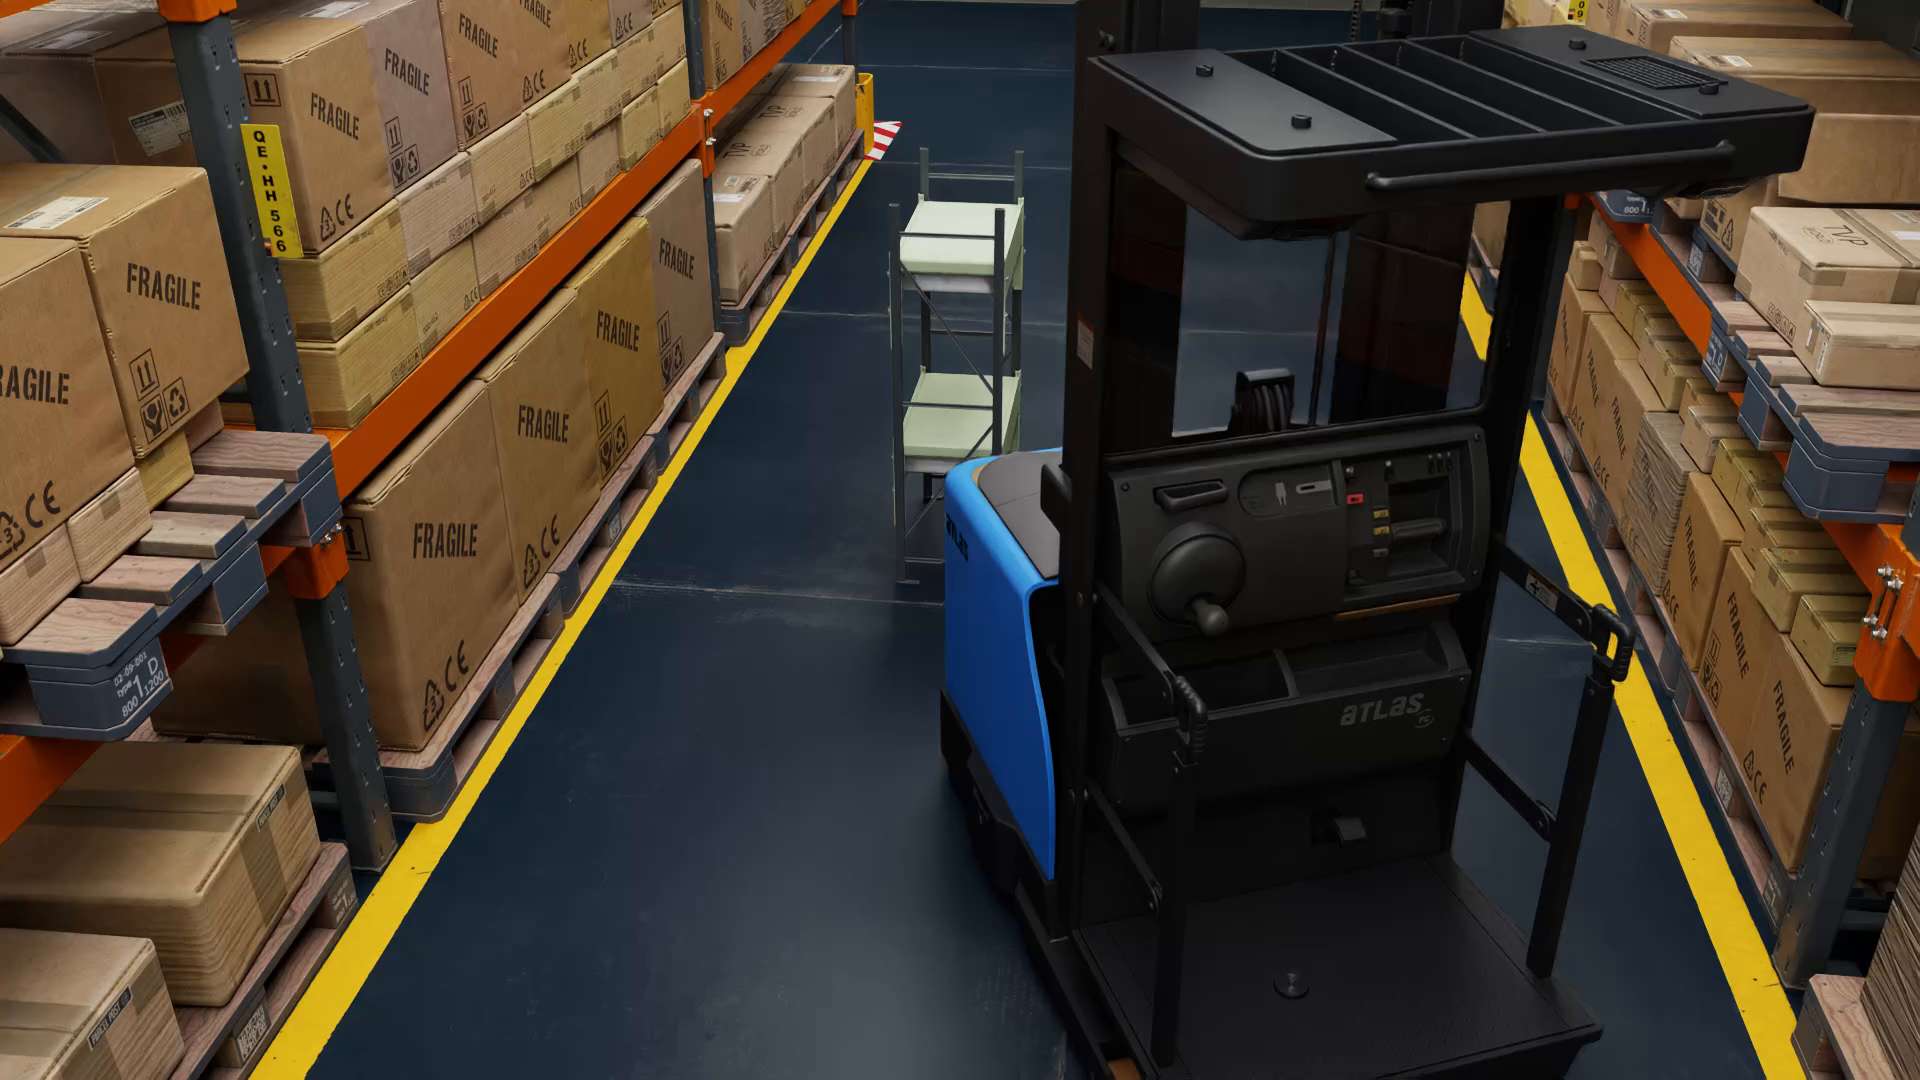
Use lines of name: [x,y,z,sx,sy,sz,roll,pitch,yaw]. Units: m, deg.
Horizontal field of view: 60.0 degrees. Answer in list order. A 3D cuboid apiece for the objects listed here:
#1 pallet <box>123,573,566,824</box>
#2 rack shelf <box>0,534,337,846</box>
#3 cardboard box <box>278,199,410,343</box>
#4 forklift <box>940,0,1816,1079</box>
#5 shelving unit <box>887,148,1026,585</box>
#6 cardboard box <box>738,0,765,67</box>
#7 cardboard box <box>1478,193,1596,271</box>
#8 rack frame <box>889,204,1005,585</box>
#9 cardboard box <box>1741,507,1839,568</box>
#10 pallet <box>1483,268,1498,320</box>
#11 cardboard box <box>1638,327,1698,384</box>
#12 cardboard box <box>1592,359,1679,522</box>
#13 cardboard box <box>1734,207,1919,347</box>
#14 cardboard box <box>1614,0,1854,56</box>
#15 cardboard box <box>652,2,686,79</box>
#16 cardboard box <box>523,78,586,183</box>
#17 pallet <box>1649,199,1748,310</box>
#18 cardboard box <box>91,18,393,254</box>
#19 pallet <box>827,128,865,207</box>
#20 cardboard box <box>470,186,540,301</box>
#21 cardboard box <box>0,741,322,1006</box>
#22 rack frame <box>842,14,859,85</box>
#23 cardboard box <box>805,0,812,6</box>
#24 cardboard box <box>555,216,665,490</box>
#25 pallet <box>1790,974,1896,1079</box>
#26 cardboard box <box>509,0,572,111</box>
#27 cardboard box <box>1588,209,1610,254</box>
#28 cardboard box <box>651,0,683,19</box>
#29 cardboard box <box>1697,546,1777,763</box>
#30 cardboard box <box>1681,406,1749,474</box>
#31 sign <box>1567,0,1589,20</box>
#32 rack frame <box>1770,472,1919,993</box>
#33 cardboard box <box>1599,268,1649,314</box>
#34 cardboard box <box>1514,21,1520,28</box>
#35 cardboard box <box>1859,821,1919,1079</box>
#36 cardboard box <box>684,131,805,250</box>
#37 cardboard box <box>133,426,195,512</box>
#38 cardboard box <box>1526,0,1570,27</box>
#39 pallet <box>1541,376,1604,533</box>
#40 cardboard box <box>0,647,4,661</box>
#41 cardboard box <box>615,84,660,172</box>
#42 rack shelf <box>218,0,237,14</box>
pallet: [-2.027,0.472,5.652,1.003,0.211,1.213,3,28,6]
rack shelf: [-2.443,0.869,2.733,1.077,0.370,4.000,3,28,6]
cardboard box: [-1.891,-0.767,4.643,0.500,0.250,0.500,3,28,6]
forklift: [0.855,0.023,3.618,1.130,2.935,3.031,-8,29,-15]
shelving unit: [-0.001,-0.657,6.388,0.431,1.500,0.755,3,28,6]
cardboard box: [-1.325,-2.758,8.602,0.500,0.500,0.500,4,29,7]
cardboard box: [3.269,-1.781,9.087,0.700,0.500,0.500,2,28,4]
rack frame: [-0.046,-0.485,6.069,0.400,1.500,0.023,3,28,6]
cardboard box: [2.616,0.029,5.043,0.380,0.149,0.250,2,28,5]
pallet: [3.304,-1.081,8.534,1.003,0.211,1.213,3,28,6]
cardboard box: [2.845,-0.700,6.396,0.380,0.149,0.250,3,28,6]
cardboard box: [2.815,-0.369,6.465,0.500,0.500,0.500,3,28,5]
cardboard box: [2.536,-0.737,4.670,0.500,0.250,0.500,2,28,4]
cardboard box: [2.874,-1.756,6.298,0.700,0.500,0.500,4,29,7]
cardboard box: [-1.521,-2.204,7.310,0.500,0.250,0.500,3,28,6]
cardboard box: [-1.678,-1.482,5.970,0.500,0.250,0.500,4,29,7]
pallet: [2.962,-0.934,5.523,1.003,0.211,1.213,3,28,6]
cardboard box: [-1.895,-1.091,4.453,0.500,0.500,0.500,2,28,5]
pallet: [-1.238,-2.546,11.254,1.003,0.211,1.213,3,28,6]
cardboard box: [-1.773,-1.028,5.654,0.500,0.250,0.500,4,29,8]
cardboard box: [-2.277,0.848,4.341,0.950,0.372,0.625,1,28,3]
rack frame: [-1.218,-4.155,11.300,1.000,3.000,0.127,3,28,6]
cardboard box: [-1.144,-3.478,9.938,0.500,0.500,0.500,4,29,8]
cardboard box: [-1.808,-0.799,6.868,0.875,0.875,0.875,4,29,8]
pallet: [2.589,1.510,3.724,1.003,0.211,1.213,3,28,6]
cardboard box: [-1.700,-1.805,5.779,0.500,0.500,0.500,4,29,7]
cardboard box: [2.971,-1.329,7.250,0.380,0.149,0.250,3,28,5]
cardboard box: [-1.514,-2.531,7.126,0.500,0.500,0.500,4,29,8]
cardboard box: [2.639,0.367,5.100,0.500,0.500,0.500,3,28,5]
cardboard box: [2.728,-0.342,5.731,0.380,0.149,0.250,2,28,4]
sign: [2.679,-2.394,7.119,0.100,0.325,0.005,3,28,6]
rack frame: [2.728,-0.102,3.777,1.000,3.000,0.127,3,28,6]
cardboard box: [2.953,-1.067,7.077,0.380,0.149,0.250,3,28,5]
cardboard box: [3.214,-2.765,8.984,0.380,0.149,0.250,3,28,6]
cardboard box: [2.638,1.051,3.698,0.875,0.625,0.625,4,29,8]
cardboard box: [-1.416,-2.040,9.632,0.875,0.438,0.875,3,28,5]
cardboard box: [-1.966,-0.165,3.716,0.380,0.149,0.250,4,29,7]
cardboard box: [3.086,-2.541,8.148,0.500,0.250,0.500,3,29,6]
pallet: [3.156,-0.373,7.219,1.003,0.211,1.213,3,28,6]
cardboard box: [-2.011,0.205,3.030,0.380,0.149,0.250,4,29,7]
cardboard box: [-1.576,-1.740,6.976,0.500,0.250,0.500,3,28,5]
rack shelf: [-1.953,-2.334,5.516,1.077,0.370,4.000,3,28,6]
